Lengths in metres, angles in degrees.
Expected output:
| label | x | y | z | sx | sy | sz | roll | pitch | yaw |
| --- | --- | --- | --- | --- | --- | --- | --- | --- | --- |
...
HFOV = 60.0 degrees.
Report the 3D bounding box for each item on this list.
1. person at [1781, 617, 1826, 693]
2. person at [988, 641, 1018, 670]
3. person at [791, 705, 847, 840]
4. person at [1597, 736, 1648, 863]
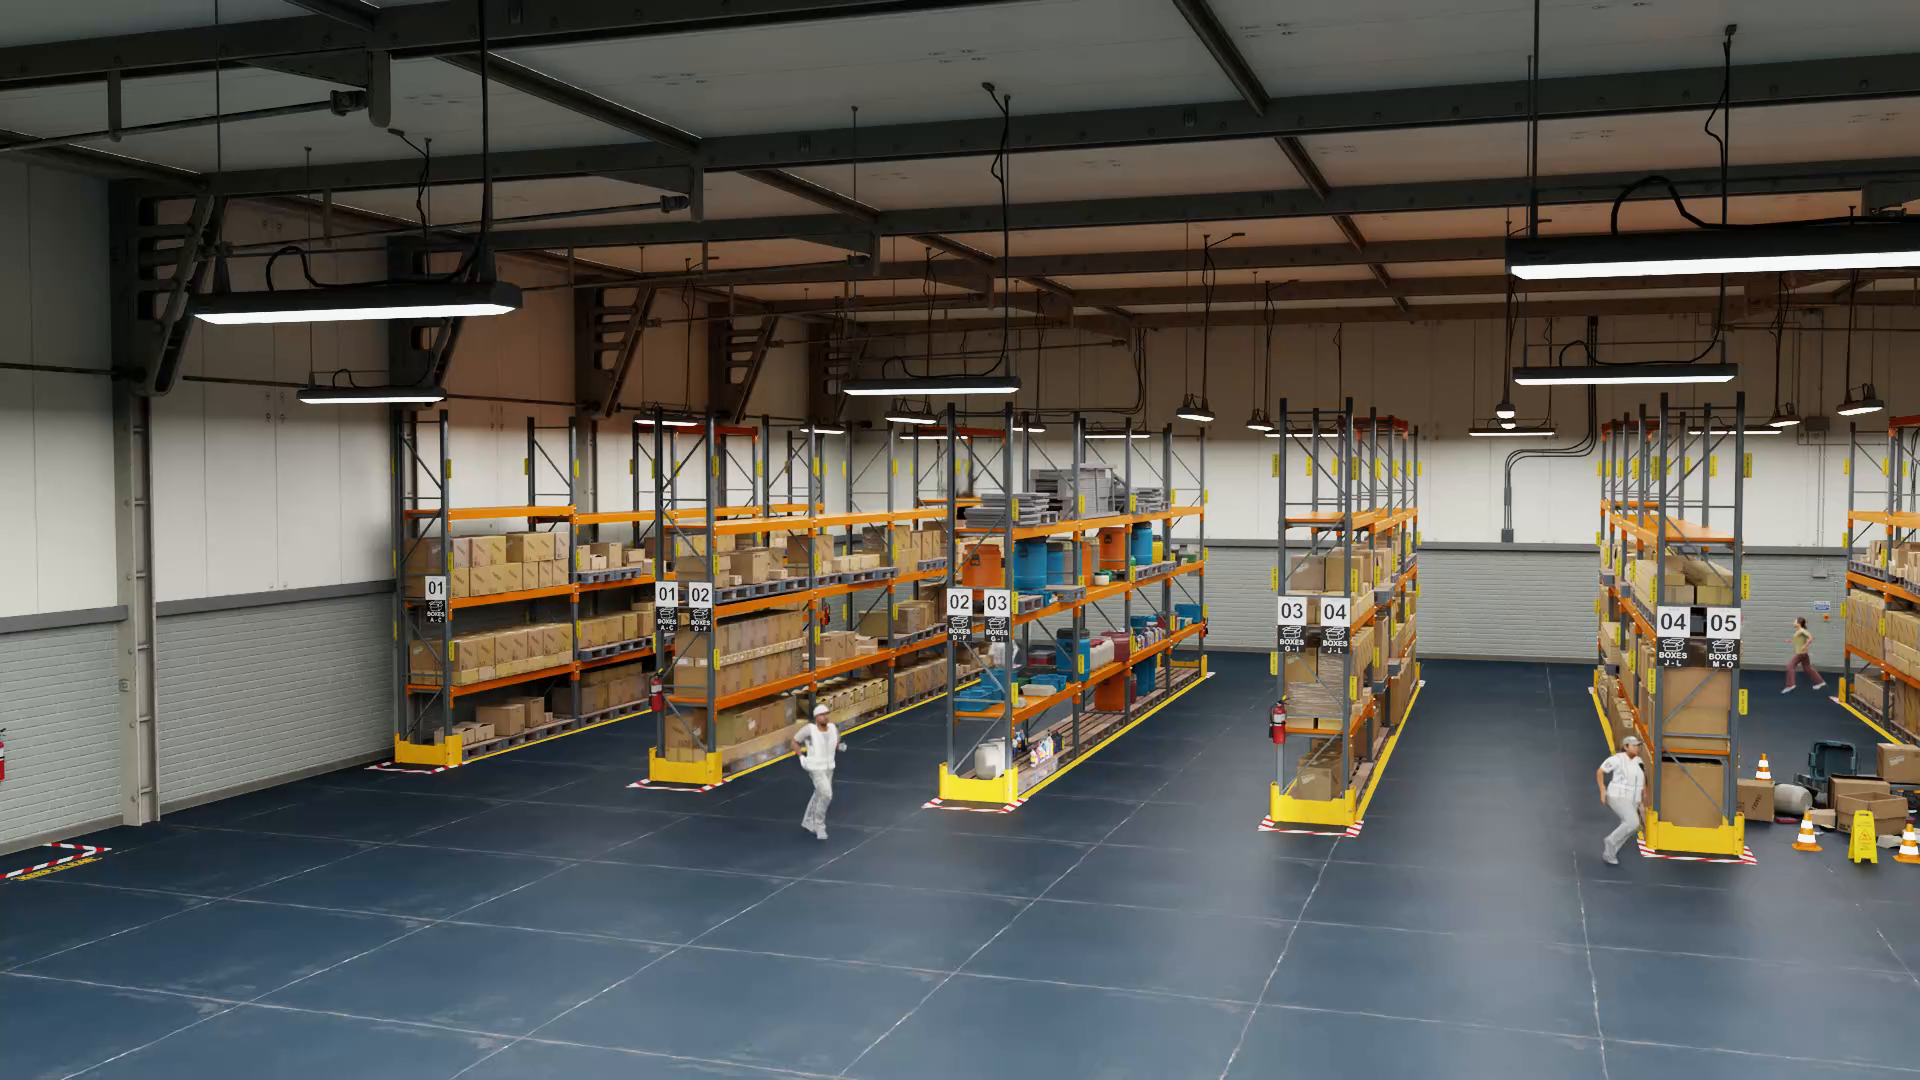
| label | x | y | z | sx | sy | sz | roll | pitch | yaw |
| --- | --- | --- | --- | --- | --- | --- | --- | --- | --- |
| person | 18.831 | 2.581 | 37.078 | 0.892 | 1.712 | 0.584 | 1 | 3 | 28 |
| person | 0.896 | 2.658 | 35.024 | 0.598 | 1.753 | 0.747 | 1 | 3 | 14 |
| person | -1.874 | 3.157 | 22.644 | 0.762 | 1.843 | 0.644 | 2 | 3 | 43 |
| person | 8.469 | 3.293 | 21.044 | 0.625 | 1.599 | 0.577 | -1 | 3 | -22 |
